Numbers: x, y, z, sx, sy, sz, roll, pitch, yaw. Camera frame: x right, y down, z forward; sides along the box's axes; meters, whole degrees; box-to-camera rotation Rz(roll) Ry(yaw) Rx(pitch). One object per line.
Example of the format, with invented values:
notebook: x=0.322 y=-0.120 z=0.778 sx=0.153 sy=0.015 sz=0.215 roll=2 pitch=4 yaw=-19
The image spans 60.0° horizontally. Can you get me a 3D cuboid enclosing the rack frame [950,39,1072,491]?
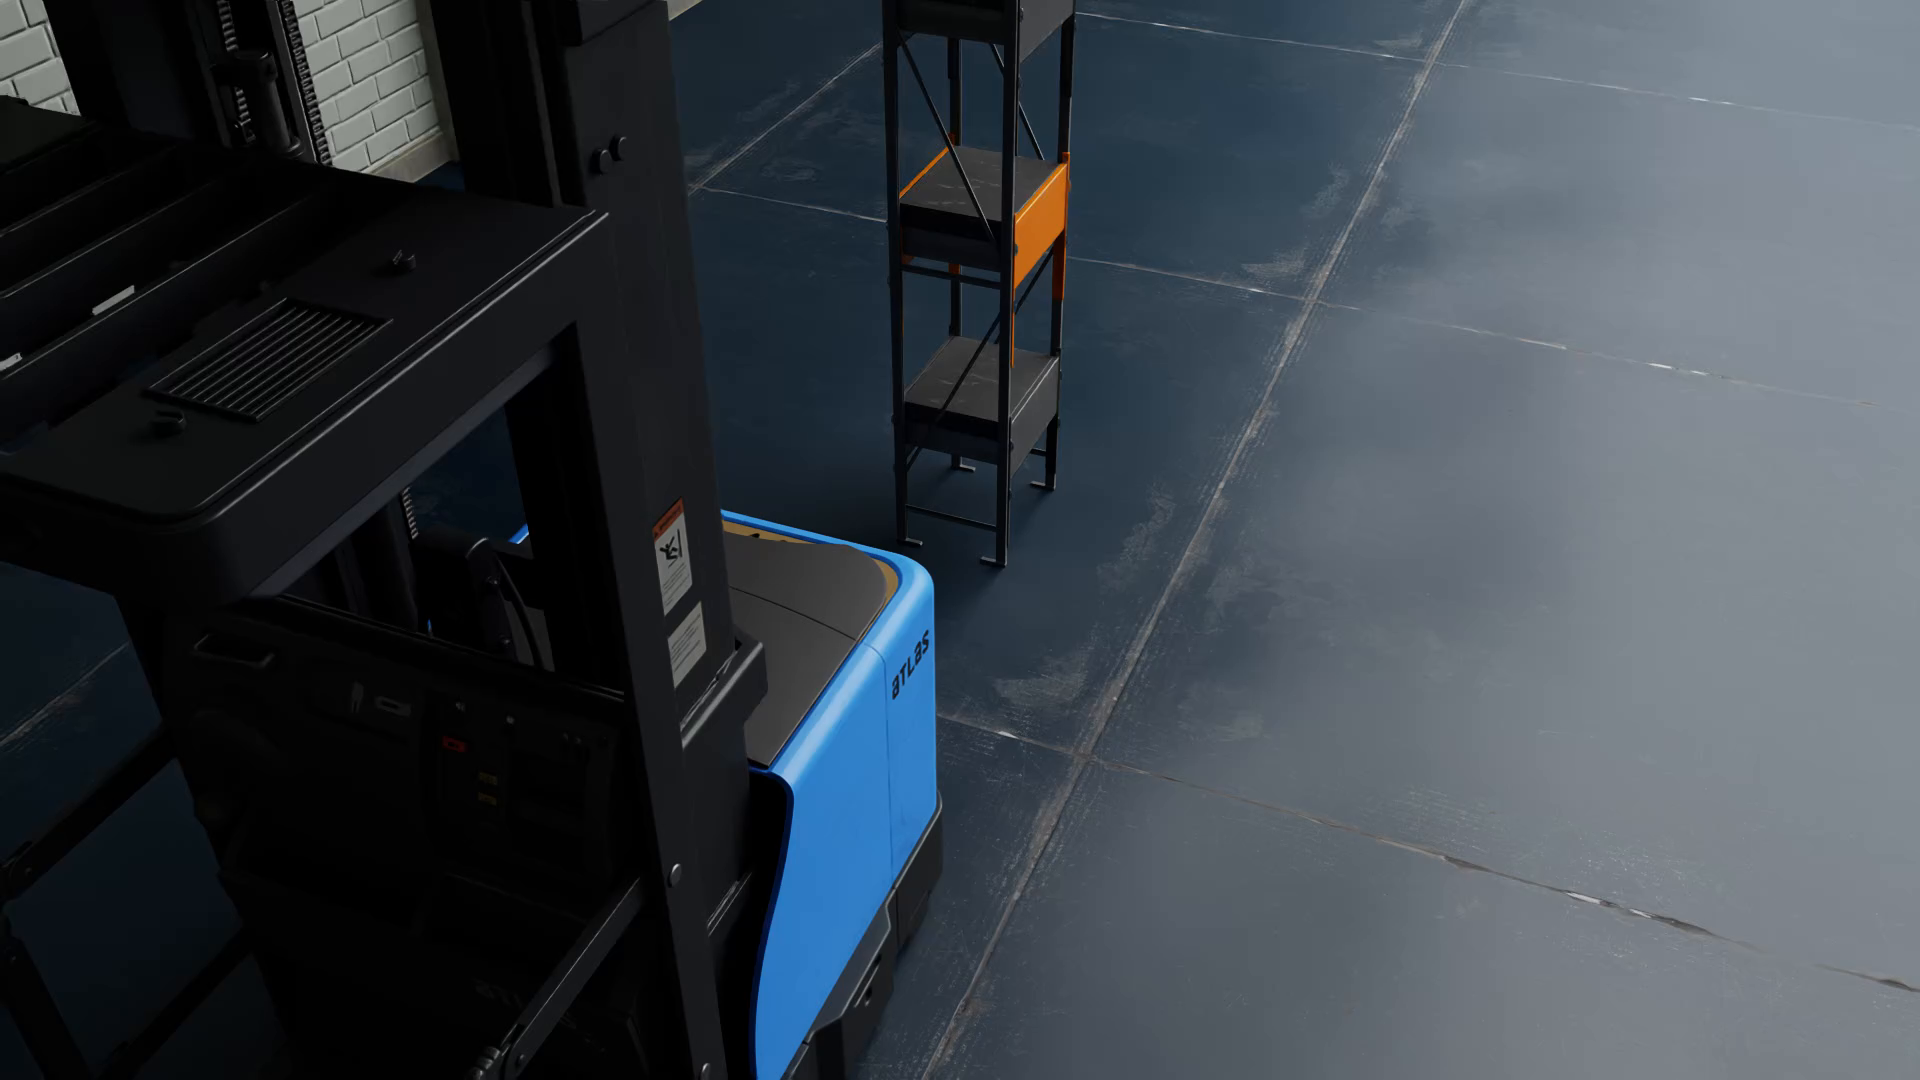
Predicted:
rack frame: x=0.156 y=-1.068 z=5.425 sx=0.400 sy=2.100 sz=0.015 roll=14 pitch=39 yaw=18

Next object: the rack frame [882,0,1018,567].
rack frame: x=-0.030 y=-0.798 z=5.063 sx=0.400 sy=2.100 sz=0.015 roll=14 pitch=39 yaw=18

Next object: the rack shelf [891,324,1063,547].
rack shelf: x=0.063 y=-0.361 z=5.671 sx=0.431 sy=0.518 sz=0.480 roll=14 pitch=39 yaw=18

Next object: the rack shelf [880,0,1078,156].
rack shelf: x=0.063 y=-1.482 z=4.833 sx=0.431 sy=0.518 sz=0.480 roll=14 pitch=39 yaw=18

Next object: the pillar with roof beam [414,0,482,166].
pillar with roof beam: x=1.626 y=-4.600 z=4.388 sx=9.100 sy=9.000 sz=0.400 roll=14 pitch=39 yaw=18

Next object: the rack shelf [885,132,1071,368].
rack shelf: x=0.063 y=-0.922 z=5.252 sx=0.431 sy=0.518 sz=0.480 roll=14 pitch=39 yaw=18

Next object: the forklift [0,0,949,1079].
forklift: x=-1.057 y=0.420 z=2.741 sx=1.130 sy=2.935 sz=3.031 roll=14 pitch=39 yaw=18

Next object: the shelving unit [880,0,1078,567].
shelving unit: x=0.063 y=-0.933 z=5.244 sx=0.431 sy=2.100 sz=0.503 roll=14 pitch=39 yaw=18
